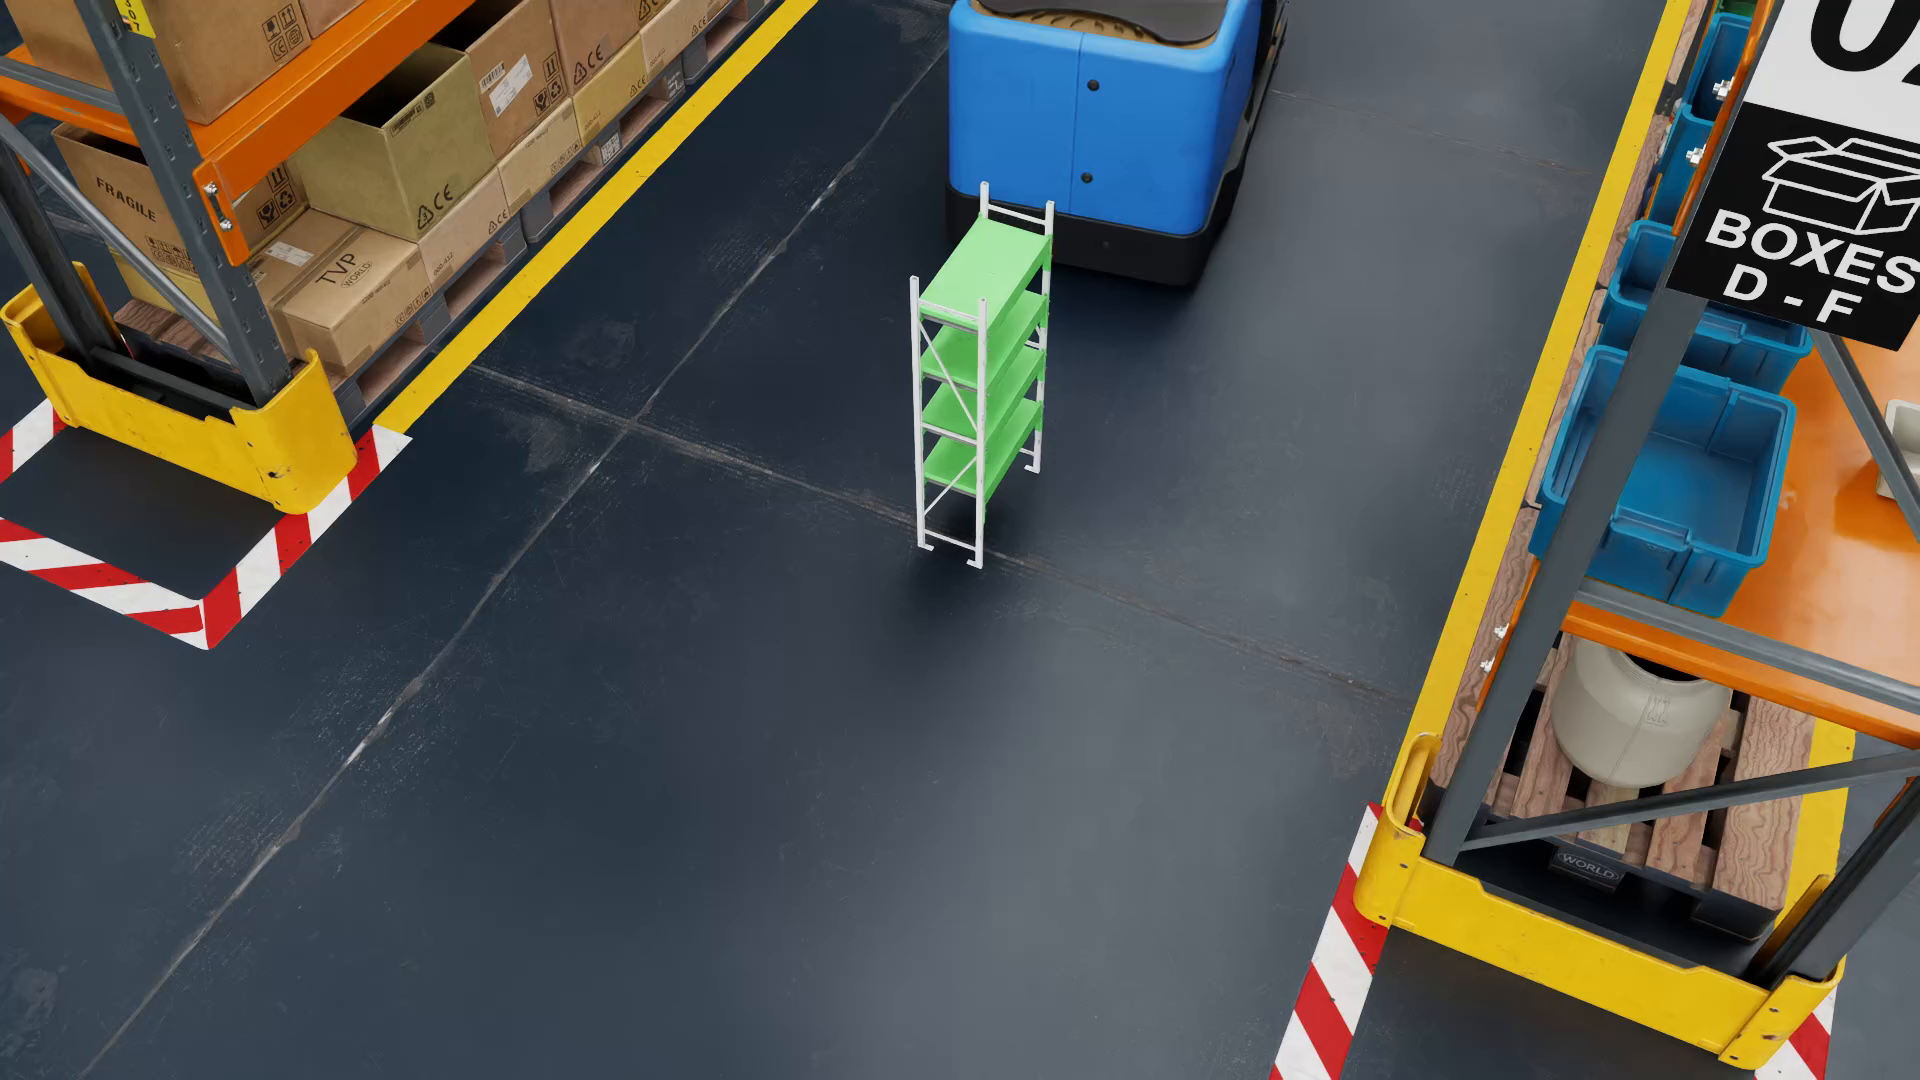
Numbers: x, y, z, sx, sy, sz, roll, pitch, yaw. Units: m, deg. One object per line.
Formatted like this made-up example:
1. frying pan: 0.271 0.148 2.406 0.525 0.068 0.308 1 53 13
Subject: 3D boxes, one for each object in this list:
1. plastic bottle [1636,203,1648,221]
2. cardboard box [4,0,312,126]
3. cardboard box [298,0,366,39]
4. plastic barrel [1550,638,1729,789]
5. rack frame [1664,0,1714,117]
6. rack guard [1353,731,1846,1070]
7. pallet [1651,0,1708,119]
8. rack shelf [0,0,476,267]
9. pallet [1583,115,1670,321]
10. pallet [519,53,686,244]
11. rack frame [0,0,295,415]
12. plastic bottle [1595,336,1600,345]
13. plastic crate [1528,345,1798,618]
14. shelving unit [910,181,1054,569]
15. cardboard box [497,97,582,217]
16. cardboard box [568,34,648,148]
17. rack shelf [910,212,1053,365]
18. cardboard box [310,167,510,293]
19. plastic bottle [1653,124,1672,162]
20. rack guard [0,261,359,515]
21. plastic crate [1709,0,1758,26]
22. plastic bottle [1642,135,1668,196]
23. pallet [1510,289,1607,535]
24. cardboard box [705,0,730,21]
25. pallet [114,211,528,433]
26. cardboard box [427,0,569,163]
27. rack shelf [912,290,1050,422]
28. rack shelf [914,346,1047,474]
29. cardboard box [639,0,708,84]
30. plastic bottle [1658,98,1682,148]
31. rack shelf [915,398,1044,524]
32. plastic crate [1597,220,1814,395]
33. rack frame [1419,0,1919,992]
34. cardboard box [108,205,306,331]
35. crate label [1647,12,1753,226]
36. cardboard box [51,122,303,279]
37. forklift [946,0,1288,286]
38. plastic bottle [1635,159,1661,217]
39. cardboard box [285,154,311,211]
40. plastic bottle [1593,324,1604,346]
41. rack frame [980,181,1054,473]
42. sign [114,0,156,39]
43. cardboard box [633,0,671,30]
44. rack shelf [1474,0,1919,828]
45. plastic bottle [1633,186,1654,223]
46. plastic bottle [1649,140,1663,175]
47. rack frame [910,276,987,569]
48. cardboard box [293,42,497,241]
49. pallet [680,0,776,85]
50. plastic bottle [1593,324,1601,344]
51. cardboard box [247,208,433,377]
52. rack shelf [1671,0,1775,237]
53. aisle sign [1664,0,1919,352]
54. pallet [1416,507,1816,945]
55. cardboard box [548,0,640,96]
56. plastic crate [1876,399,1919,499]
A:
1. plastic bottle: 2.538 -1.120 6.229 0.061 0.283 0.133 22 53 18
2. cardboard box: -2.528 -1.719 5.177 0.700 0.500 0.500 20 52 16
3. cardboard box: -2.308 -2.082 5.486 0.700 0.500 0.500 21 53 17
4. plastic barrel: 1.950 0.437 4.766 0.421 0.512 0.421 0 50 0
5. rack frame: 3.447 -2.509 5.915 1.000 3.000 0.127 20 52 16
6. rack guard: 1.728 0.988 4.581 1.175 0.500 0.348 20 52 16
7. pallet: 3.747 -2.159 7.448 1.003 0.211 1.213 20 52 16
8. rack shelf: -1.885 -2.513 6.391 1.077 0.370 4.000 20 52 16
9. pallet: 3.122 -1.157 6.596 1.003 0.211 1.213 20 52 16
10. pallet: -1.928 -1.843 7.179 1.003 0.211 1.213 20 52 16
11. rack frame: -2.739 -1.369 4.945 1.000 3.000 0.127 20 52 16
12. plastic bottle: 2.259 -0.587 5.779 0.152 0.276 0.135 20 53 16
13. plastic crate: 1.681 -0.149 4.004 0.499 0.251 0.616 20 52 16
14. shelving unit: 0.071 -0.503 5.390 0.258 1.200 0.503 20 52 16
15. cardboard box: -1.884 -1.601 6.672 0.500 0.250 0.500 20 52 16
16. cardboard box: -1.666 -1.943 6.964 0.500 0.250 0.500 20 52 16
17. rack shelf: 0.071 -0.772 5.073 0.258 0.148 0.480 20 52 16
18. cardboard box: -2.098 -1.256 6.379 0.500 0.250 0.500 20 52 16
19. plastic bottle: 2.871 -1.598 6.689 0.097 0.201 0.097 0 50 0
20. rack guard: -2.749 -0.542 5.883 1.175 0.500 0.348 20 52 16
21. plastic crate: 2.612 -1.598 5.279 0.450 0.188 0.662 20 52 16
22. plastic bottle: 2.801 -1.461 6.523 0.152 0.276 0.135 22 53 17
23. pallet: 2.602 -0.313 5.878 1.003 0.211 1.213 20 52 16
24. cardboard box: -1.253 -2.637 7.554 0.500 0.250 0.500 20 52 16
25. pallet: -2.450 -1.006 6.467 1.003 0.211 1.213 20 52 16
26. cardboard box: -1.895 -1.847 6.390 0.500 0.500 0.500 20 52 16
27. rack shelf: 0.071 -0.617 5.256 0.258 0.148 0.480 20 52 16
28. rack shelf: 0.071 -0.461 5.439 0.258 0.148 0.480 20 52 16
29. cardboard box: -1.453 -2.288 7.257 0.500 0.250 0.500 20 52 16
30. plastic bottle: 2.914 -1.691 6.722 0.097 0.271 0.097 0 50 0
31. rack shelf: 0.071 -0.306 5.621 0.258 0.148 0.480 20 52 16
32. plastic crate: 1.964 -0.594 4.383 0.499 0.251 0.408 20 52 16
33. rack frame: 1.738 0.245 3.572 1.000 3.000 0.127 20 52 16
34. cardboard box: -2.777 -1.079 6.229 0.500 0.250 0.500 20 52 16
35. crate label: 2.280 -1.122 4.712 0.502 0.435 0.616 20 52 16
36. cardboard box: -2.779 -1.323 5.944 0.500 0.500 0.500 20 52 16
37. forklift: 0.862 -3.097 6.461 1.130 2.935 3.031 13 51 11
38. plastic bottle: 2.727 -1.372 6.399 0.144 0.351 0.185 21 53 17
39. cardboard box: -2.574 -1.428 6.525 0.500 0.250 0.500 20 52 16
40. plastic bottle: 2.318 -0.682 5.860 0.152 0.276 0.135 18 52 15
41. rack frame: 0.175 -0.671 5.533 0.240 1.200 0.015 20 52 16
42. sign: -2.240 -1.490 4.428 0.100 0.325 0.005 20 52 16
43. cardboard box: -1.465 -2.535 6.975 0.500 0.500 0.500 20 52 16
44. rack shelf: 2.592 -0.899 5.018 1.077 0.370 4.000 20 52 16
45. plastic bottle: 2.646 -1.242 6.288 0.144 0.351 0.185 18 52 15
46. plastic bottle: 2.828 -1.528 6.629 0.097 0.201 0.097 0 50 0
47. rack frame: -0.034 -0.335 5.247 0.240 1.200 0.015 20 52 16
48. cardboard box: -2.097 -1.499 6.093 0.500 0.500 0.500 20 52 16
49. pallet: -1.408 -2.686 7.897 1.003 0.211 1.213 20 52 16
50. plastic bottle: 2.385 -0.822 5.930 0.144 0.351 0.185 22 53 18
51. cardboard box: -2.309 -0.911 6.085 0.500 0.250 0.500 20 52 16
52. rack shelf: 2.592 -1.871 3.875 1.077 0.370 4.000 20 52 16
53. aisle sign: 1.439 -0.644 2.622 0.394 0.787 0.004 20 52 16
54. pallet: 2.080 0.524 5.166 1.003 0.211 1.213 20 52 16
55. cardboard box: -1.665 -2.186 6.678 0.500 0.500 0.500 20 52 16
56. plastic crate: 2.411 -0.181 4.107 0.298 0.136 0.250 20 52 16
